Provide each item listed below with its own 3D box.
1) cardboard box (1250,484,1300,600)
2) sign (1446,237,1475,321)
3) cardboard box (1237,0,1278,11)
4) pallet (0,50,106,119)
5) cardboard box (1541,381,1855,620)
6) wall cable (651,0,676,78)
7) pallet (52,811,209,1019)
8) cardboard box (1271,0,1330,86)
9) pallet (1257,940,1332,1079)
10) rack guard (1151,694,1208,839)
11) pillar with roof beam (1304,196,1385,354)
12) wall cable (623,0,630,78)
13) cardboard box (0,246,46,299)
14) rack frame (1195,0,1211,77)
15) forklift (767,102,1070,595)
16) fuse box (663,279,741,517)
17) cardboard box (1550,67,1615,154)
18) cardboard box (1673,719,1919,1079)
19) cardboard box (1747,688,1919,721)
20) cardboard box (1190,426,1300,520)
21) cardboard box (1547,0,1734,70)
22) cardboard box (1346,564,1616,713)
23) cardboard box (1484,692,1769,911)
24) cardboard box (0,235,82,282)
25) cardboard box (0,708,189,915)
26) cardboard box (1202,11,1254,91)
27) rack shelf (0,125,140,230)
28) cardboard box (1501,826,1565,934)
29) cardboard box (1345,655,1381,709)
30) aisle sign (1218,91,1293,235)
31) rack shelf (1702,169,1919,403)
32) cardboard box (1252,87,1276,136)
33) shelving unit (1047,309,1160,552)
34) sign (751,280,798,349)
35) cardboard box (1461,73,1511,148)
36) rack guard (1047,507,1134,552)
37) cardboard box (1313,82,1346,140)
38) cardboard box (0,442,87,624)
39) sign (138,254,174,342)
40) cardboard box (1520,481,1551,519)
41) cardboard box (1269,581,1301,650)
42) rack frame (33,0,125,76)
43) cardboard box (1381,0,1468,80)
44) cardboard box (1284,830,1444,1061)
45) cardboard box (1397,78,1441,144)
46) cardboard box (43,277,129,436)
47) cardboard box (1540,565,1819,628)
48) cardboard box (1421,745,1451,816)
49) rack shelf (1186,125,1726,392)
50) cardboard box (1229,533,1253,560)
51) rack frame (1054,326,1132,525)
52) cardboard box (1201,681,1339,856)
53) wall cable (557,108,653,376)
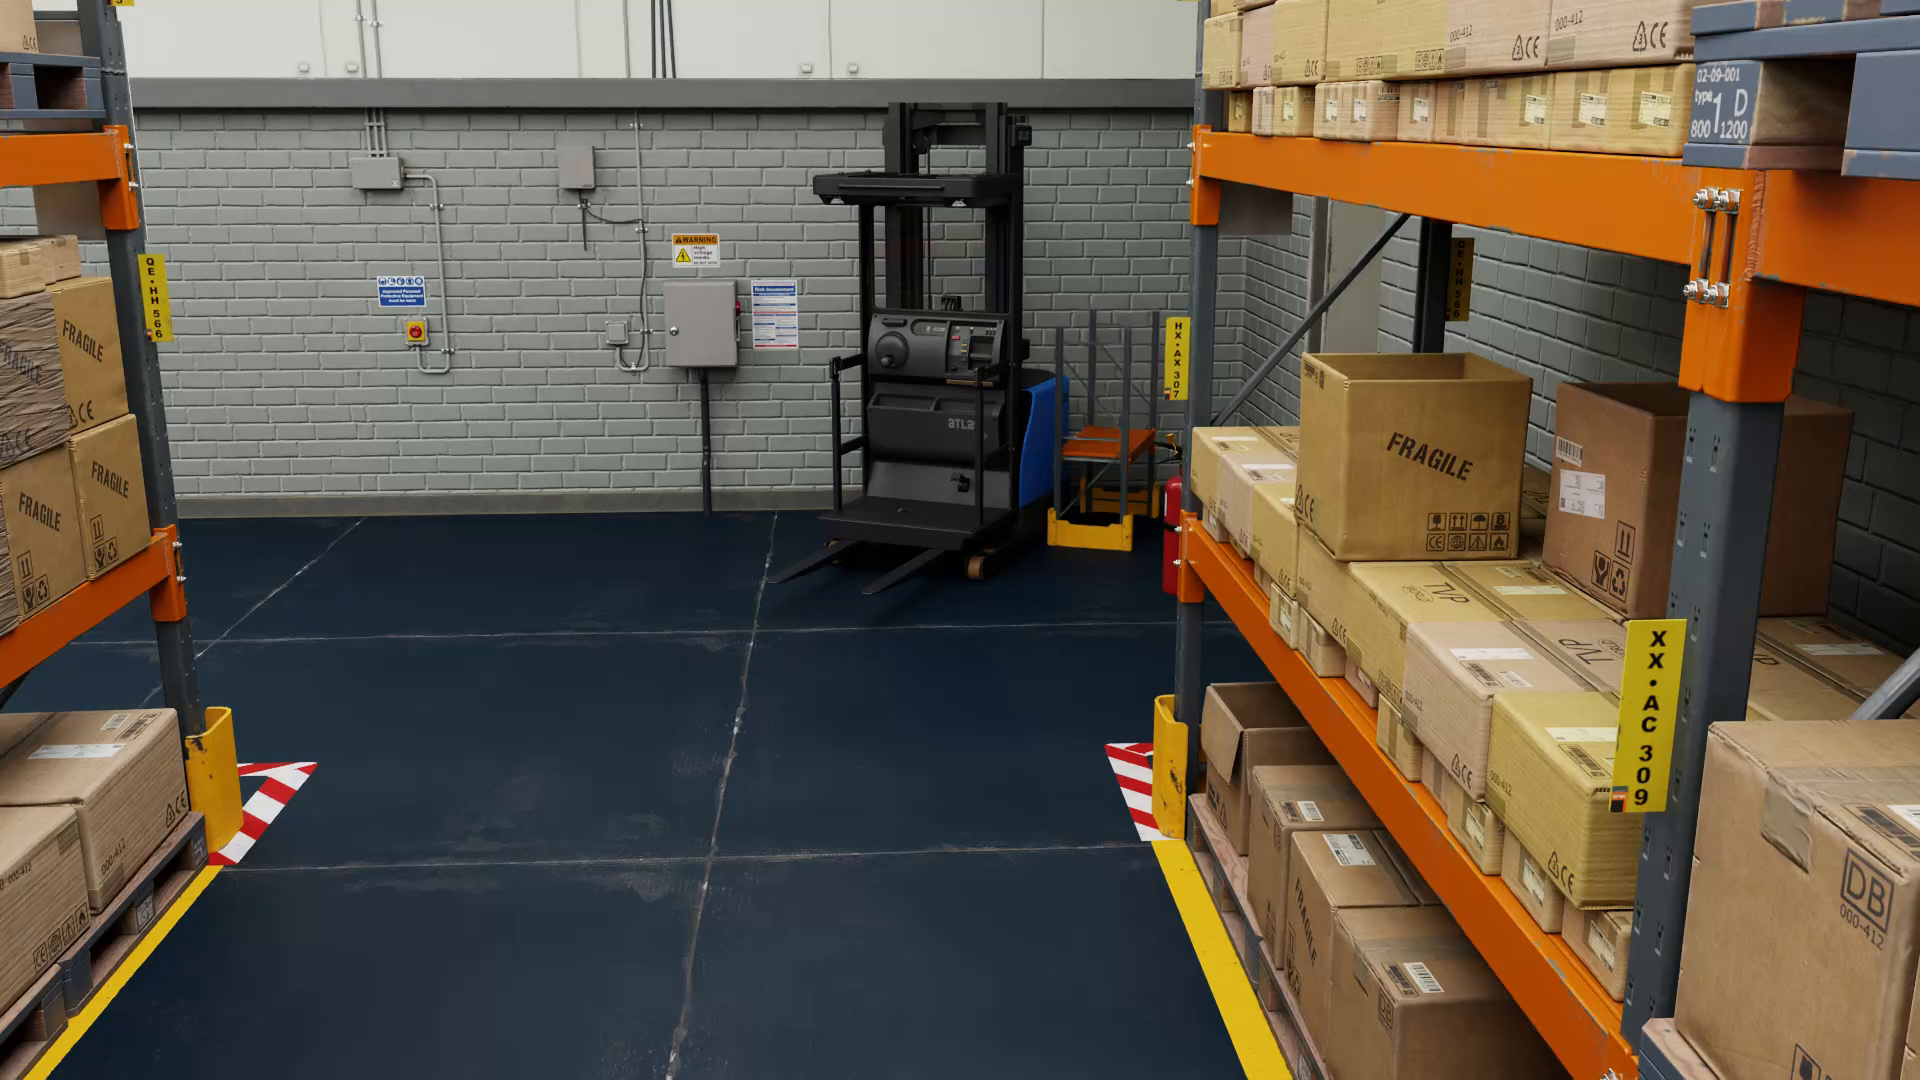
[{"bbox_3d":[1.224,-0.005,5.230,0.500,0.250,0.500,-1,14,-4],"label":"cardboard box"},{"bbox_3d":[1.953,-1.019,6.510,0.100,0.325,0.005,-1,14,-3],"label":"sign"},{"bbox_3d":[1.188,-1.827,5.289,0.500,0.250,0.500,-1,14,-4],"label":"cardboard box"},{"bbox_3d":[-3.499,-1.450,5.299,1.003,0.211,1.213,-1,14,-3],"label":"pallet"},{"bbox_3d":[1.819,-0.116,4.157,0.500,0.500,0.500,-1,14,-5],"label":"cardboard box"},{"bbox_3d":[-0.656,-4.603,11.281,2.988,3.039,0.133,-1,14,-3],"label":"wall cable"},{"bbox_3d":[-3.428,1.324,5.958,1.003,0.211,1.213,-1,14,-3],"label":"pallet"},{"bbox_3d":[1.224,-1.458,4.857,0.500,0.250,0.500,-1,14,-5],"label":"cardboard box"},{"bbox_3d":[1.526,1.569,5.007,1.003,0.211,1.213,-1,14,-3],"label":"pallet"},{"bbox_3d":[1.403,0.928,6.918,1.175,0.500,0.348,-1,14,-3],"label":"rack guard"},{"bbox_3d":[-2.166,-3.825,8.334,9.100,9.000,0.400,-1,14,-3],"label":"pillar with roof beam"},{"bbox_3d":[-3.438,-4.551,11.155,2.355,3.000,0.029,-1,14,-3],"label":"wall cable"},{"bbox_3d":[-3.194,-0.859,5.337,0.380,0.149,0.250,-1,14,-4],"label":"cardboard box"},{"bbox_3d":[1.398,-3.207,5.932,1.000,3.000,0.127,-1,14,-3],"label":"rack frame"},{"bbox_3d":[-0.238,-1.276,10.603,1.130,2.935,3.031,6,16,22],"label":"forklift"},{"bbox_3d":[-1.823,-0.998,11.973,0.539,1.711,0.414,-1,14,-3],"label":"fuse box"},{"bbox_3d":[1.317,-0.784,3.038,0.380,0.149,0.250,-1,14,-4],"label":"cardboard box"},{"bbox_3d":[1.453,0.565,2.268,0.700,0.500,0.500,-1,14,-2],"label":"cardboard box"},{"bbox_3d":[1.885,0.494,3.290,0.500,0.250,0.500,-1,14,-4],"label":"cardboard box"},{"bbox_3d":[1.157,-0.256,6.207,0.500,0.250,0.500,-1,14,-3],"label":"cardboard box"},{"bbox_3d":[1.366,-0.947,2.873,0.500,0.250,0.500,-1,14,-3],"label":"cardboard box"},{"bbox_3d":[1.308,0.250,4.239,0.500,0.250,0.500,-1,14,-4],"label":"cardboard box"},{"bbox_3d":[1.371,0.499,3.273,0.500,0.250,0.500,-1,14,-2],"label":"cardboard box"},{"bbox_3d":[-3.334,-0.985,5.826,0.380,0.149,0.250,-1,14,-3],"label":"cardboard box"},{"bbox_3d":[-3.415,0.976,6.013,0.875,0.438,0.875,-1,14,-5],"label":"cardboard box"},{"bbox_3d":[1.153,-1.711,5.842,0.500,0.250,0.500,-1,14,-4],"label":"cardboard box"},{"bbox_3d":[-3.432,-0.831,4.161,1.077,0.370,4.000,-1,14,-3],"label":"rack shelf"},{"bbox_3d":[1.336,0.675,3.388,0.380,0.149,0.250,0,14,-2],"label":"cardboard box"},{"bbox_3d":[1.296,0.355,4.630,0.380,0.149,0.250,-1,14,-4],"label":"cardboard box"},{"bbox_3d":[1.101,-1.573,6.404,0.394,0.787,0.004,-1,14,-3],"label":"aisle sign"},{"bbox_3d":[1.770,0.086,0.596,1.077,0.370,4.000,-1,14,-3],"label":"rack shelf"},{"bbox_3d":[1.140,-1.358,5.267,0.380,0.149,0.250,-1,14,-2],"label":"cardboard box"},{"bbox_3d":[1.030,-0.796,11.611,0.587,1.500,1.083,4,15,16],"label":"shelving unit"},{"bbox_3d":[-1.343,-1.636,12.054,0.329,0.494,0.001,-1,14,-3],"label":"sign"},{"bbox_3d":[1.298,-0.912,3.535,0.380,0.149,0.250,-1,14,-4],"label":"cardboard box"},{"bbox_3d":[0.886,-0.072,11.305,0.587,0.250,0.087,4,15,16],"label":"rack guard"},{"bbox_3d":[1.184,-1.167,4.528,0.380,0.149,0.250,-1,14,-3],"label":"cardboard box"},{"bbox_3d":[-3.246,-0.032,5.429,0.500,0.500,0.500,-1,14,-5],"label":"cardboard box"},{"bbox_3d":[-3.013,-0.905,6.224,0.100,0.325,0.005,-1,14,-3],"label":"sign"},{"bbox_3d":[1.748,-0.011,5.255,0.500,0.250,0.500,0,14,-2],"label":"cardboard box"},{"bbox_3d":[1.175,0.227,5.129,0.380,0.149,0.250,-1,14,-5],"label":"cardboard box"},{"bbox_3d":[-3.556,-3.130,5.631,1.000,3.000,0.127,-1,14,-3],"label":"rack frame"},{"bbox_3d":[1.303,-1.204,3.870,0.500,0.250,0.500,-1,14,-2],"label":"cardboard box"},{"bbox_3d":[1.289,1.205,4.996,0.500,0.500,0.500,-1,14,-2],"label":"cardboard box"},{"bbox_3d":[1.289,-1.041,4.039,0.380,0.149,0.250,-1,14,-3],"label":"cardboard box"},{"bbox_3d":[-3.288,-0.641,5.790,0.500,0.500,0.500,0,14,-2],"label":"cardboard box"},{"bbox_3d":[1.817,0.241,4.273,0.500,0.250,0.500,-1,14,-2],"label":"cardboard box"},{"bbox_3d":[1.307,0.545,3.893,0.380,0.149,0.250,-1,14,-2],"label":"cardboard box"},{"bbox_3d":[1.522,-0.909,4.462,1.077,0.370,4.000,-1,14,-3],"label":"rack shelf"},{"bbox_3d":[1.207,-0.032,6.134,0.380,0.149,0.250,-1,14,-2],"label":"cardboard box"},{"bbox_3d":[0.880,-0.673,11.131,0.500,1.500,0.032,4,15,16],"label":"rack frame"},{"bbox_3d":[1.342,0.857,6.342,0.797,0.503,0.637,-1,15,-6],"label":"cardboard box"},{"bbox_3d":[-2.514,-2.143,11.797,0.588,1.984,0.122,-1,14,-3],"label":"wall cable"}]
